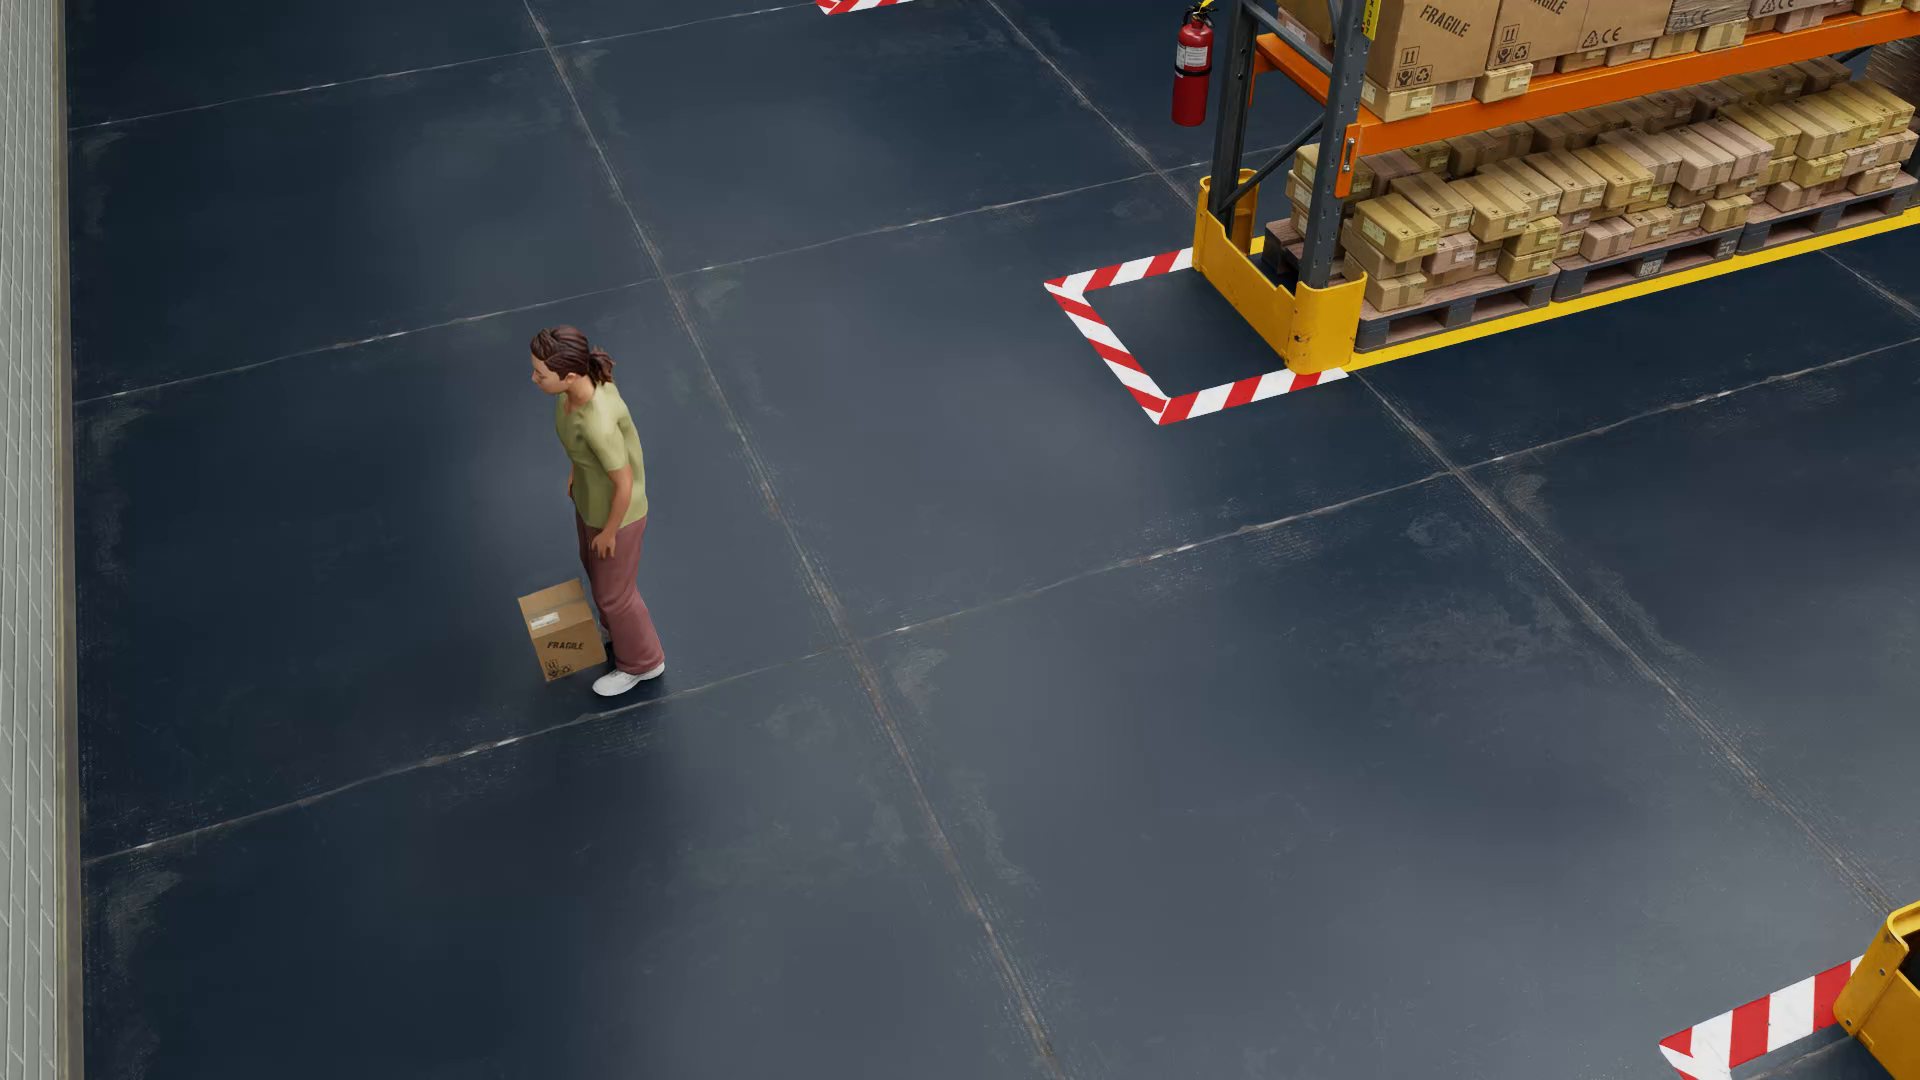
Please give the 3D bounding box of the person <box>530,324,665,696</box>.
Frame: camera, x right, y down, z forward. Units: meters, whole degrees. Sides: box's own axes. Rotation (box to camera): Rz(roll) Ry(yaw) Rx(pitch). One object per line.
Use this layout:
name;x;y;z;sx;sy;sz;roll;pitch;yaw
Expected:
person;-1.363;-0.121;6.295;0.364;1.674;0.488;-17;45;-18
